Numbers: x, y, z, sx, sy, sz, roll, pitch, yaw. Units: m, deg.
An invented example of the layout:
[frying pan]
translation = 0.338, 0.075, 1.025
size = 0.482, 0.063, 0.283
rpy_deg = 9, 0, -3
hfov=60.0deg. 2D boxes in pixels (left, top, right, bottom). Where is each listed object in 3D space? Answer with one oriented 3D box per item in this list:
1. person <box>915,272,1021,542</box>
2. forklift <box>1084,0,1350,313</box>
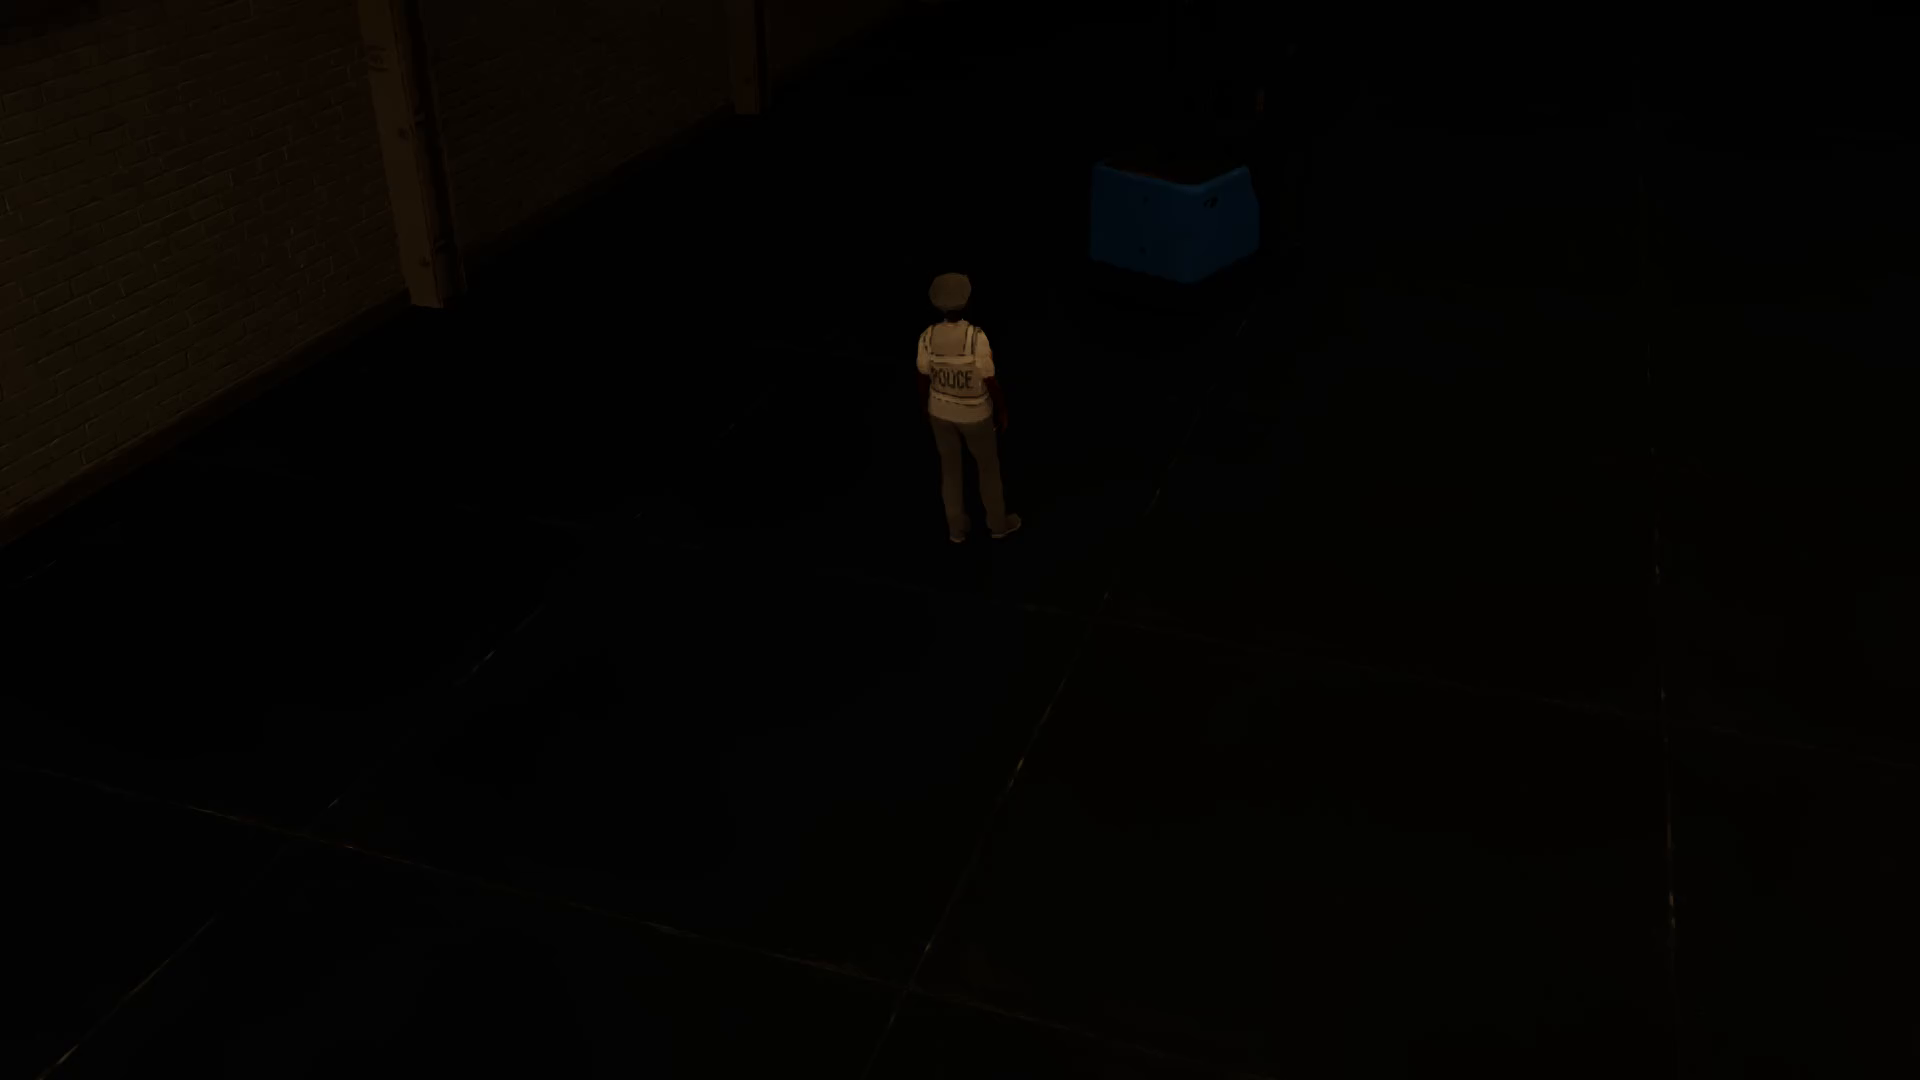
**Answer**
[person]
translation = 0.043, -0.775, 9.729
size = 0.570, 1.695, 0.529
rpy_deg = 10, 31, 16
[forklift]
translation = 2.336, -3.723, 13.668
size = 1.130, 2.935, 3.031
rpy_deg = 22, 36, 33
